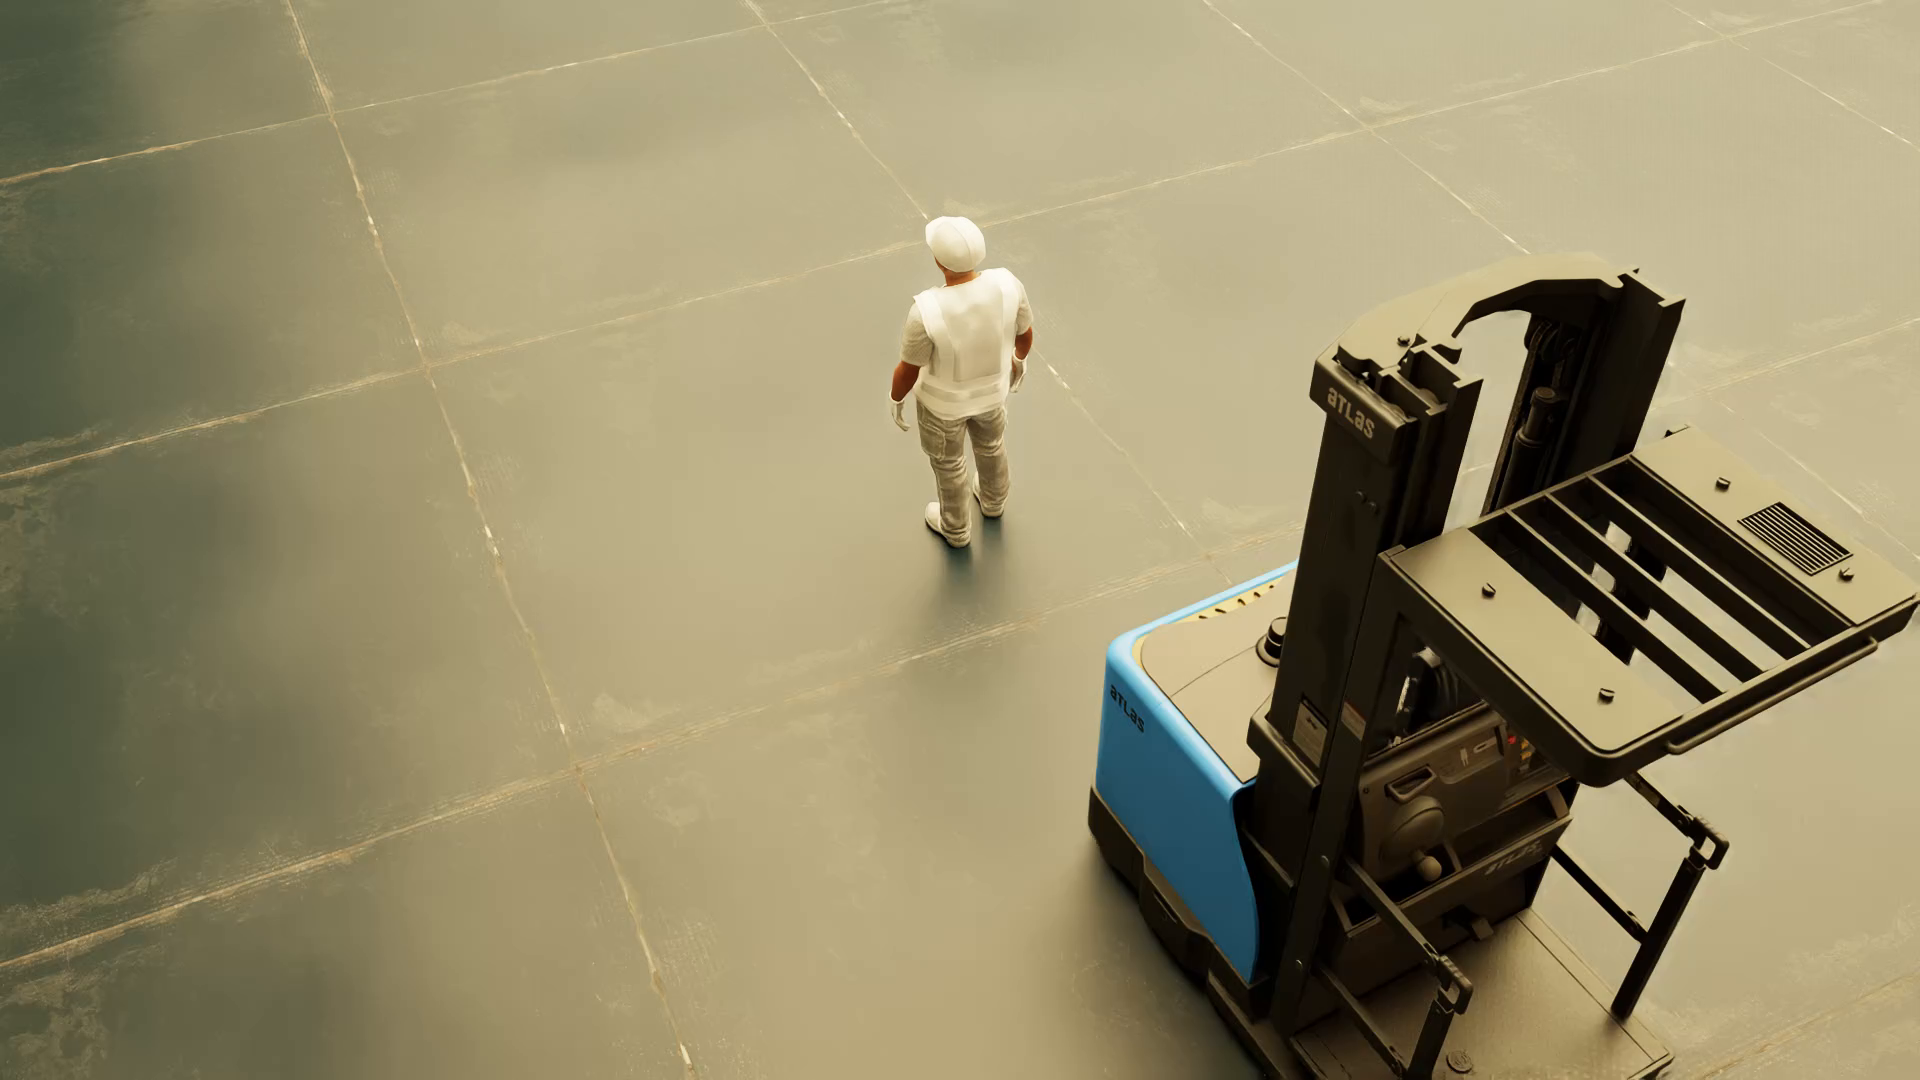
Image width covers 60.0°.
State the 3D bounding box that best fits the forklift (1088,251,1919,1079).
[{"bbox_3d":[1.663,0.787,4.837,1.130,2.935,3.031,-21,47,-21],"label":"forklift"}]

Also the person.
[{"bbox_3d":[-0.023,-0.704,7.266,0.656,1.784,0.575,-18,46,-18],"label":"person"}]
